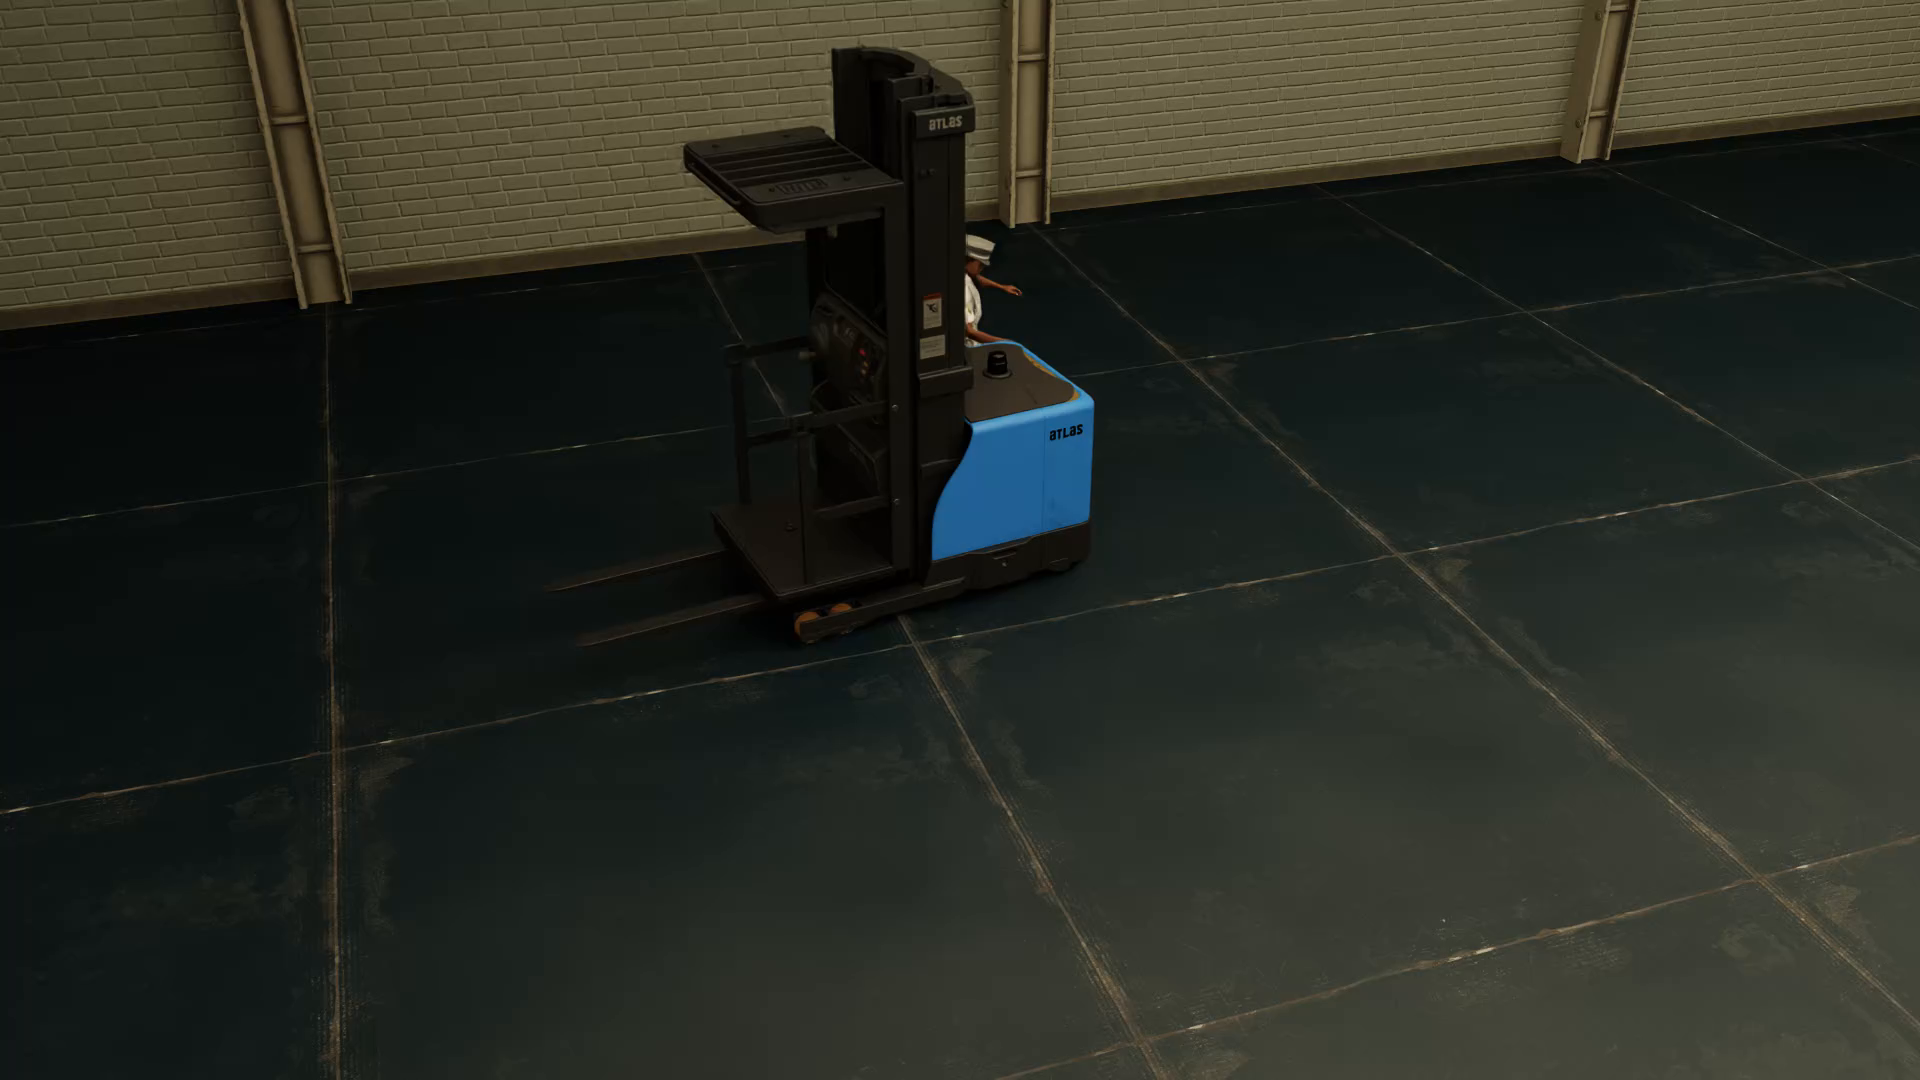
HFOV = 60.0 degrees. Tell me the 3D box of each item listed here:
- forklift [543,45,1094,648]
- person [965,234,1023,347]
[{"bbox_3d":[-0.787,-1.011,8.844,3.031,2.935,1.130,-14,33,-23],"label":"forklift"},{"bbox_3d":[0.131,-1.281,10.777,0.892,1.472,1.175,-2,30,-3],"label":"person"}]
